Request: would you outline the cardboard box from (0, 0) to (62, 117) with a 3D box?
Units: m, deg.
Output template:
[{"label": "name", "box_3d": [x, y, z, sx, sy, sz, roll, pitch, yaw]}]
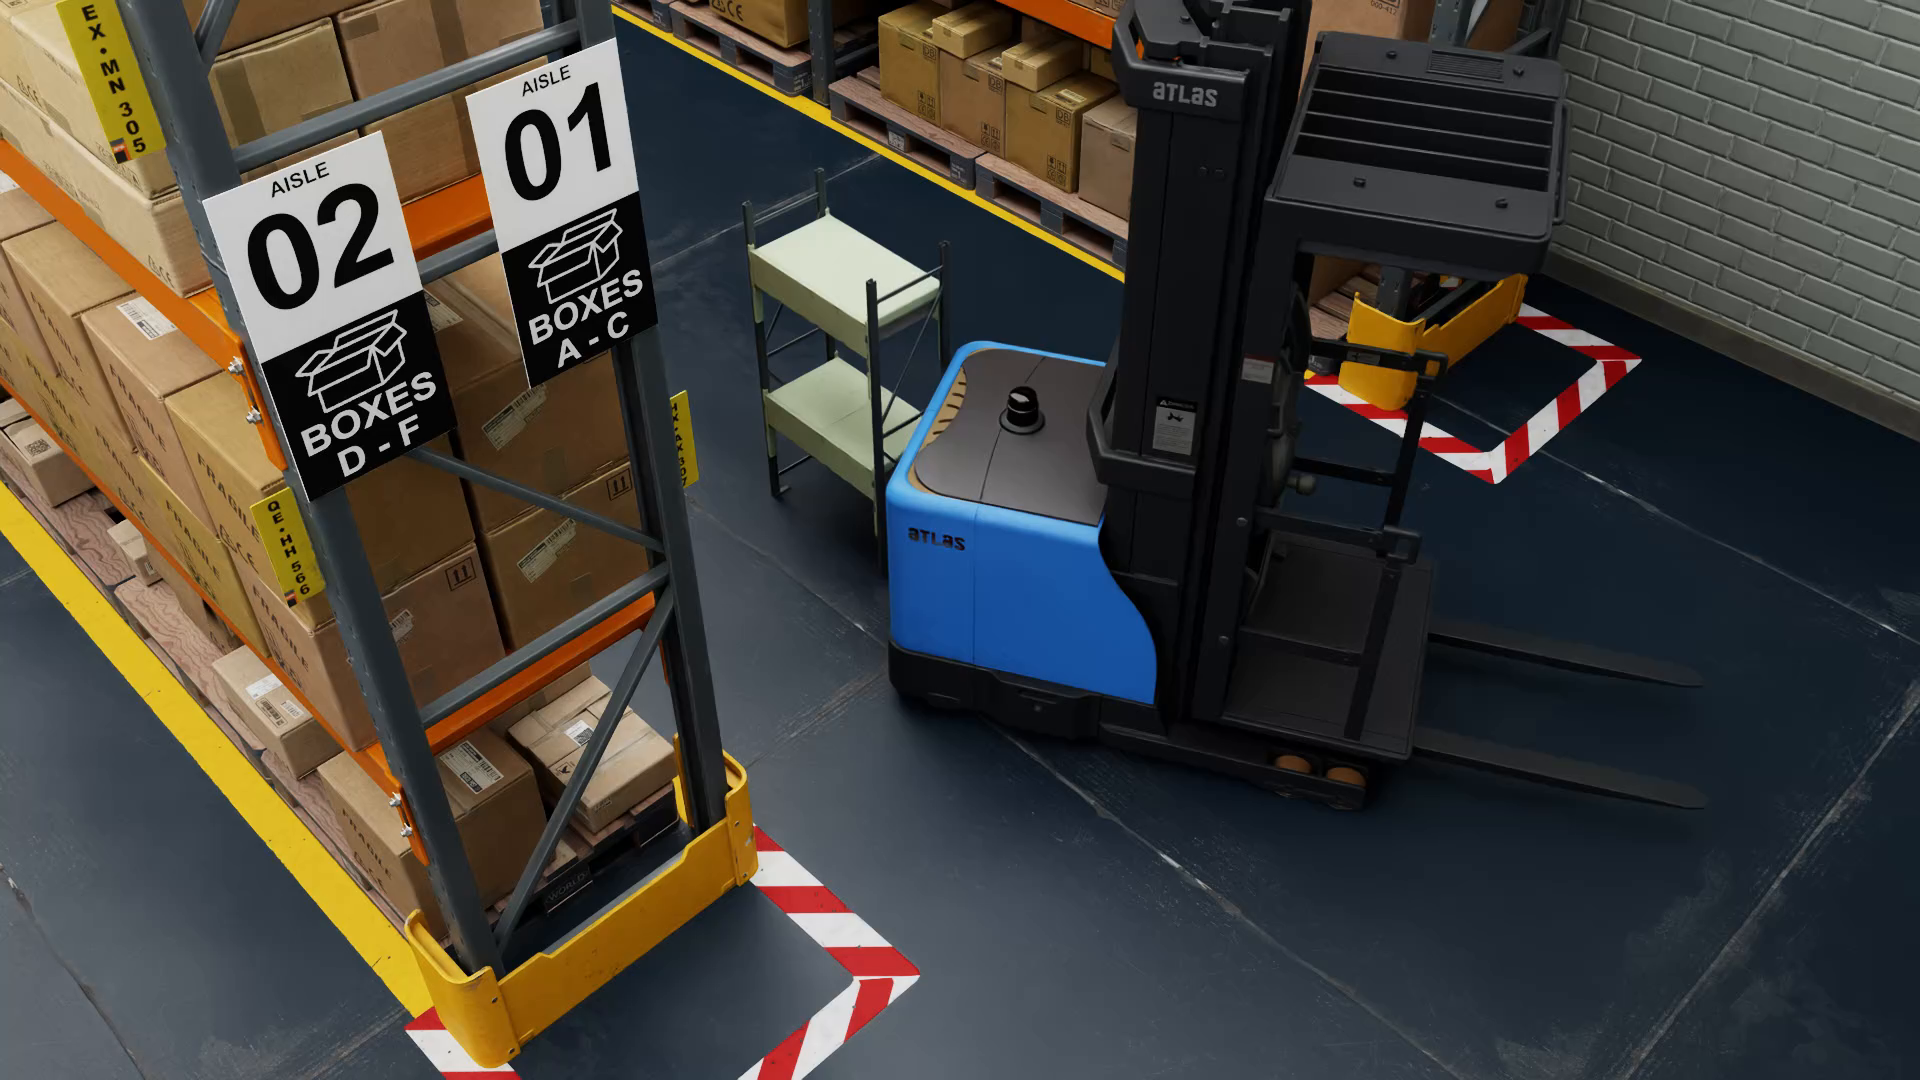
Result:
[{"label": "cardboard box", "box_3d": [-2.075, -1.289, 3.967, 0.500, 0.250, 0.500, -34, 53, -31]}]

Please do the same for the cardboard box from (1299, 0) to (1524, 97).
[{"label": "cardboard box", "box_3d": [1.959, -2.421, 7.438, 0.980, 0.700, 0.700, -32, 51, -30]}]

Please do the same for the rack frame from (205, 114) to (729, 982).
[{"label": "rack frame", "box_3d": [-1.178, 0.306, 4.709, 1.000, 3.000, 0.127, -34, 53, -31]}]

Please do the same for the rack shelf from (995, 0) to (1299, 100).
[{"label": "rack shelf", "box_3d": [0.914, -2.767, 8.564, 1.077, 0.370, 4.000, -34, 53, -31]}]

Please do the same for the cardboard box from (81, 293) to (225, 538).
[{"label": "cardboard box", "box_3d": [-2.045, -0.423, 4.687, 0.500, 0.500, 0.500, -33, 52, -30]}]

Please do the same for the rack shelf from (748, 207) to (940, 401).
[{"label": "rack shelf", "box_3d": [-0.443, -0.947, 6.594, 0.431, 0.370, 0.720, -33, 52, -30]}]

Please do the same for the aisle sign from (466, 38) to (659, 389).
[{"label": "aisle sign", "box_3d": [-0.922, -0.757, 3.944, 0.394, 0.787, 0.004, -34, 53, -31]}]

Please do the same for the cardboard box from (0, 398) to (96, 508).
[{"label": "cardboard box", "box_3d": [-3.860, -0.485, 7.222, 0.500, 0.311, 0.500, -34, 53, -31]}]

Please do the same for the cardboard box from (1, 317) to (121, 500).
[{"label": "cardboard box", "box_3d": [-2.761, -0.548, 5.559, 0.500, 0.500, 0.500, 33, 52, 31]}]

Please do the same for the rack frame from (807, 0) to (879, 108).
[{"label": "rack frame", "box_3d": [-0.499, -3.992, 9.360, 1.000, 3.000, 0.127, -34, 53, -31]}]

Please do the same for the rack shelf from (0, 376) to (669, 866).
[{"label": "rack shelf", "box_3d": [-2.591, -0.391, 5.993, 1.077, 0.370, 4.000, -34, 53, -31]}]

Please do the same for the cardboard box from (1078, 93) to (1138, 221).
[{"label": "cardboard box", "box_3d": [1.052, -2.077, 8.820, 0.500, 0.500, 0.700, 32, 52, 30]}]

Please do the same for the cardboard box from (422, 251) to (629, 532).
[{"label": "cardboard box", "box_3d": [-1.305, -0.438, 4.703, 0.500, 0.500, 0.500, -32, 52, -30]}]

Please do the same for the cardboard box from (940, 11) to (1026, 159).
[{"label": "cardboard box", "box_3d": [0.309, -2.577, 9.361, 0.500, 0.500, 0.700, 34, 52, 31]}]

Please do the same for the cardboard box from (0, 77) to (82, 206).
[{"label": "cardboard box", "box_3d": [-2.073, -1.107, 4.138, 0.500, 0.250, 0.500, -34, 53, -31]}]

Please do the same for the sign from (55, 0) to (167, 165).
[{"label": "sign", "box_3d": [-1.586, -0.865, 3.113, 0.100, 0.325, 0.005, -34, 53, -31]}]

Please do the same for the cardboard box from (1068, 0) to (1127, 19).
[{"label": "cardboard box", "box_3d": [0.905, -3.136, 8.212, 0.700, 0.700, 0.980, 32, 51, 30]}]

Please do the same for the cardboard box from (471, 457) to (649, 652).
[{"label": "cardboard box", "box_3d": [-1.305, -0.071, 5.043, 0.500, 0.500, 0.500, -33, 52, -30]}]

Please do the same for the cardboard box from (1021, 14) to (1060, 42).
[{"label": "cardboard box", "box_3d": [0.555, -2.845, 9.173, 0.250, 0.149, 0.380, 33, 52, 30]}]

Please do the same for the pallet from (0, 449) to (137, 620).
[{"label": "pallet", "box_3d": [-3.519, -0.262, 7.378, 1.003, 0.211, 1.213, -34, 53, -31]}]

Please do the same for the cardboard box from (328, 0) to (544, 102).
[{"label": "cardboard box", "box_3d": [-1.357, -1.296, 3.974, 0.500, 0.250, 0.500, -34, 53, -31]}]

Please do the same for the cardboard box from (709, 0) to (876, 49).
[{"label": "cardboard box", "box_3d": [-1.050, -3.607, 10.218, 0.750, 0.750, 0.750, -33, 52, -31]}]

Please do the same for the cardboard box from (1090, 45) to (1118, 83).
[{"label": "cardboard box", "box_3d": [0.916, -2.599, 8.907, 0.250, 0.149, 0.380, 33, 52, 31]}]

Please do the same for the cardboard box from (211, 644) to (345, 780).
[{"label": "cardboard box", "box_3d": [-2.387, 0.540, 6.157, 0.500, 0.250, 0.500, -34, 53, -31]}]

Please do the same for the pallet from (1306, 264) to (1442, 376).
[{"label": "pallet", "box_3d": [1.706, -1.393, 8.602, 1.003, 0.211, 1.213, -34, 53, -31]}]

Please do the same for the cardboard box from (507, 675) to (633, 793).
[{"label": "cardboard box", "box_3d": [-1.407, 0.699, 6.047, 0.380, 0.166, 0.250, -34, 53, -31]}]

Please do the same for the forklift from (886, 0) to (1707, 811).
[{"label": "forklift", "box_3d": [1.296, -0.481, 5.611, 3.031, 2.935, 1.130, 12, 44, 12]}]

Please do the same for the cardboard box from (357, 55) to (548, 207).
[{"label": "cardboard box", "box_3d": [-1.361, -1.110, 4.141, 0.500, 0.250, 0.500, -34, 53, -31]}]

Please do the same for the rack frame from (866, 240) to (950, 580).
[{"label": "rack frame", "box_3d": [-0.191, -0.479, 6.664, 0.400, 1.500, 0.023, -33, 52, -30]}]

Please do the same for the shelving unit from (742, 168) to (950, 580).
[{"label": "shelving unit", "box_3d": [-0.443, -0.660, 6.859, 0.431, 1.500, 0.755, -33, 52, -30]}]

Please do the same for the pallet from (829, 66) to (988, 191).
[{"label": "pallet", "box_3d": [-0.017, -2.565, 9.871, 1.003, 0.211, 1.213, -34, 53, -31]}]

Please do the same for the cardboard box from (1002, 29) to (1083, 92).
[{"label": "cardboard box", "box_3d": [0.438, -2.556, 8.860, 0.250, 0.149, 0.380, 33, 52, 30]}]

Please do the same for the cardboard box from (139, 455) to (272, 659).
[{"label": "cardboard box", "box_3d": [-2.056, -0.063, 5.035, 0.500, 0.500, 0.500, -34, 52, -31]}]

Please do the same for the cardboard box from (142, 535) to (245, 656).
[{"label": "cardboard box", "box_3d": [-2.673, 0.039, 6.513, 0.797, 0.503, 0.637, -34, 53, -31]}]

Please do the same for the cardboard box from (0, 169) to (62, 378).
[{"label": "cardboard box", "box_3d": [-2.777, -0.916, 5.221, 0.500, 0.500, 0.500, -32, 52, -30]}]

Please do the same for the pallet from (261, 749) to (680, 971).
[{"label": "pallet", "box_3d": [-1.796, 0.911, 6.109, 1.003, 0.211, 1.213, -34, 53, -31]}]

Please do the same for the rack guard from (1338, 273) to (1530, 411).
[{"label": "rack guard", "box_3d": [2.343, -1.141, 8.116, 1.175, 0.500, 0.348, -34, 53, -31]}]

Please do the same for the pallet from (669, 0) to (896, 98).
[{"label": "pallet", "box_3d": [-1.097, -3.303, 10.669, 1.003, 0.211, 1.213, -34, 53, -31]}]
